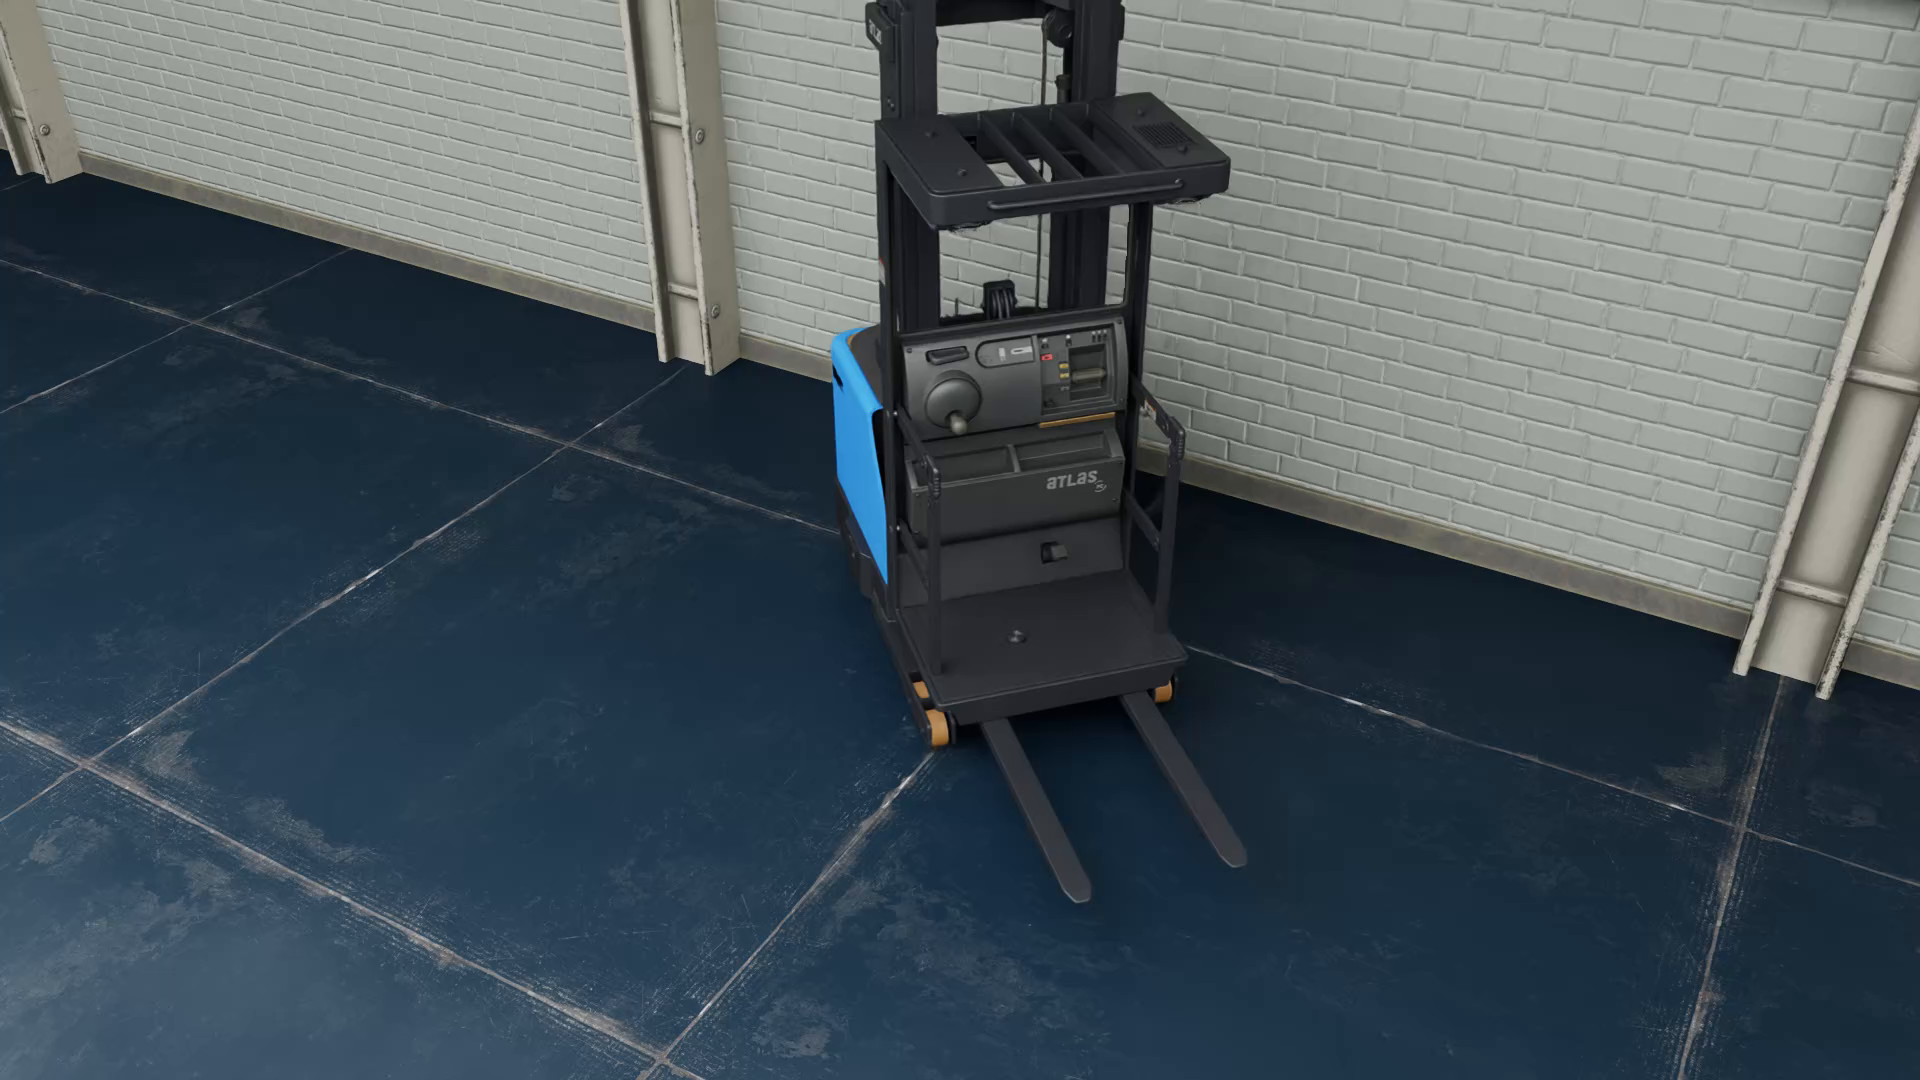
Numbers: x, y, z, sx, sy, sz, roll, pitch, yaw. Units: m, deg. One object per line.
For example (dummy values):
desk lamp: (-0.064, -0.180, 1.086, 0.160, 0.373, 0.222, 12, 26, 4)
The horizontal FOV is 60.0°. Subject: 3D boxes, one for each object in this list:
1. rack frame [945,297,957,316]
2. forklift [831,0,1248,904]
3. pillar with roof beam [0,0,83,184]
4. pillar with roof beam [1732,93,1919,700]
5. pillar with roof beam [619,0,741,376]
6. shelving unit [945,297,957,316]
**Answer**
rack frame: (-0.043, -0.700, 8.354, 0.008, 1.050, 0.200, 9, 35, 13)
forklift: (0.295, -0.600, 6.507, 1.130, 2.935, 3.031, -9, 35, -14)
pillar with roof beam: (-8.884, -4.408, 6.750, 0.400, 9.000, 9.100, 18, 37, 24)
pillar with roof beam: (1.535, -1.108, 1.794, 0.400, 9.000, 9.100, 18, 37, 24)
pillar with roof beam: (-3.675, -2.758, 4.272, 0.400, 9.000, 9.100, 18, 37, 24)
shelving unit: (-0.160, -0.718, 8.381, 0.252, 1.050, 0.215, 9, 35, 13)
